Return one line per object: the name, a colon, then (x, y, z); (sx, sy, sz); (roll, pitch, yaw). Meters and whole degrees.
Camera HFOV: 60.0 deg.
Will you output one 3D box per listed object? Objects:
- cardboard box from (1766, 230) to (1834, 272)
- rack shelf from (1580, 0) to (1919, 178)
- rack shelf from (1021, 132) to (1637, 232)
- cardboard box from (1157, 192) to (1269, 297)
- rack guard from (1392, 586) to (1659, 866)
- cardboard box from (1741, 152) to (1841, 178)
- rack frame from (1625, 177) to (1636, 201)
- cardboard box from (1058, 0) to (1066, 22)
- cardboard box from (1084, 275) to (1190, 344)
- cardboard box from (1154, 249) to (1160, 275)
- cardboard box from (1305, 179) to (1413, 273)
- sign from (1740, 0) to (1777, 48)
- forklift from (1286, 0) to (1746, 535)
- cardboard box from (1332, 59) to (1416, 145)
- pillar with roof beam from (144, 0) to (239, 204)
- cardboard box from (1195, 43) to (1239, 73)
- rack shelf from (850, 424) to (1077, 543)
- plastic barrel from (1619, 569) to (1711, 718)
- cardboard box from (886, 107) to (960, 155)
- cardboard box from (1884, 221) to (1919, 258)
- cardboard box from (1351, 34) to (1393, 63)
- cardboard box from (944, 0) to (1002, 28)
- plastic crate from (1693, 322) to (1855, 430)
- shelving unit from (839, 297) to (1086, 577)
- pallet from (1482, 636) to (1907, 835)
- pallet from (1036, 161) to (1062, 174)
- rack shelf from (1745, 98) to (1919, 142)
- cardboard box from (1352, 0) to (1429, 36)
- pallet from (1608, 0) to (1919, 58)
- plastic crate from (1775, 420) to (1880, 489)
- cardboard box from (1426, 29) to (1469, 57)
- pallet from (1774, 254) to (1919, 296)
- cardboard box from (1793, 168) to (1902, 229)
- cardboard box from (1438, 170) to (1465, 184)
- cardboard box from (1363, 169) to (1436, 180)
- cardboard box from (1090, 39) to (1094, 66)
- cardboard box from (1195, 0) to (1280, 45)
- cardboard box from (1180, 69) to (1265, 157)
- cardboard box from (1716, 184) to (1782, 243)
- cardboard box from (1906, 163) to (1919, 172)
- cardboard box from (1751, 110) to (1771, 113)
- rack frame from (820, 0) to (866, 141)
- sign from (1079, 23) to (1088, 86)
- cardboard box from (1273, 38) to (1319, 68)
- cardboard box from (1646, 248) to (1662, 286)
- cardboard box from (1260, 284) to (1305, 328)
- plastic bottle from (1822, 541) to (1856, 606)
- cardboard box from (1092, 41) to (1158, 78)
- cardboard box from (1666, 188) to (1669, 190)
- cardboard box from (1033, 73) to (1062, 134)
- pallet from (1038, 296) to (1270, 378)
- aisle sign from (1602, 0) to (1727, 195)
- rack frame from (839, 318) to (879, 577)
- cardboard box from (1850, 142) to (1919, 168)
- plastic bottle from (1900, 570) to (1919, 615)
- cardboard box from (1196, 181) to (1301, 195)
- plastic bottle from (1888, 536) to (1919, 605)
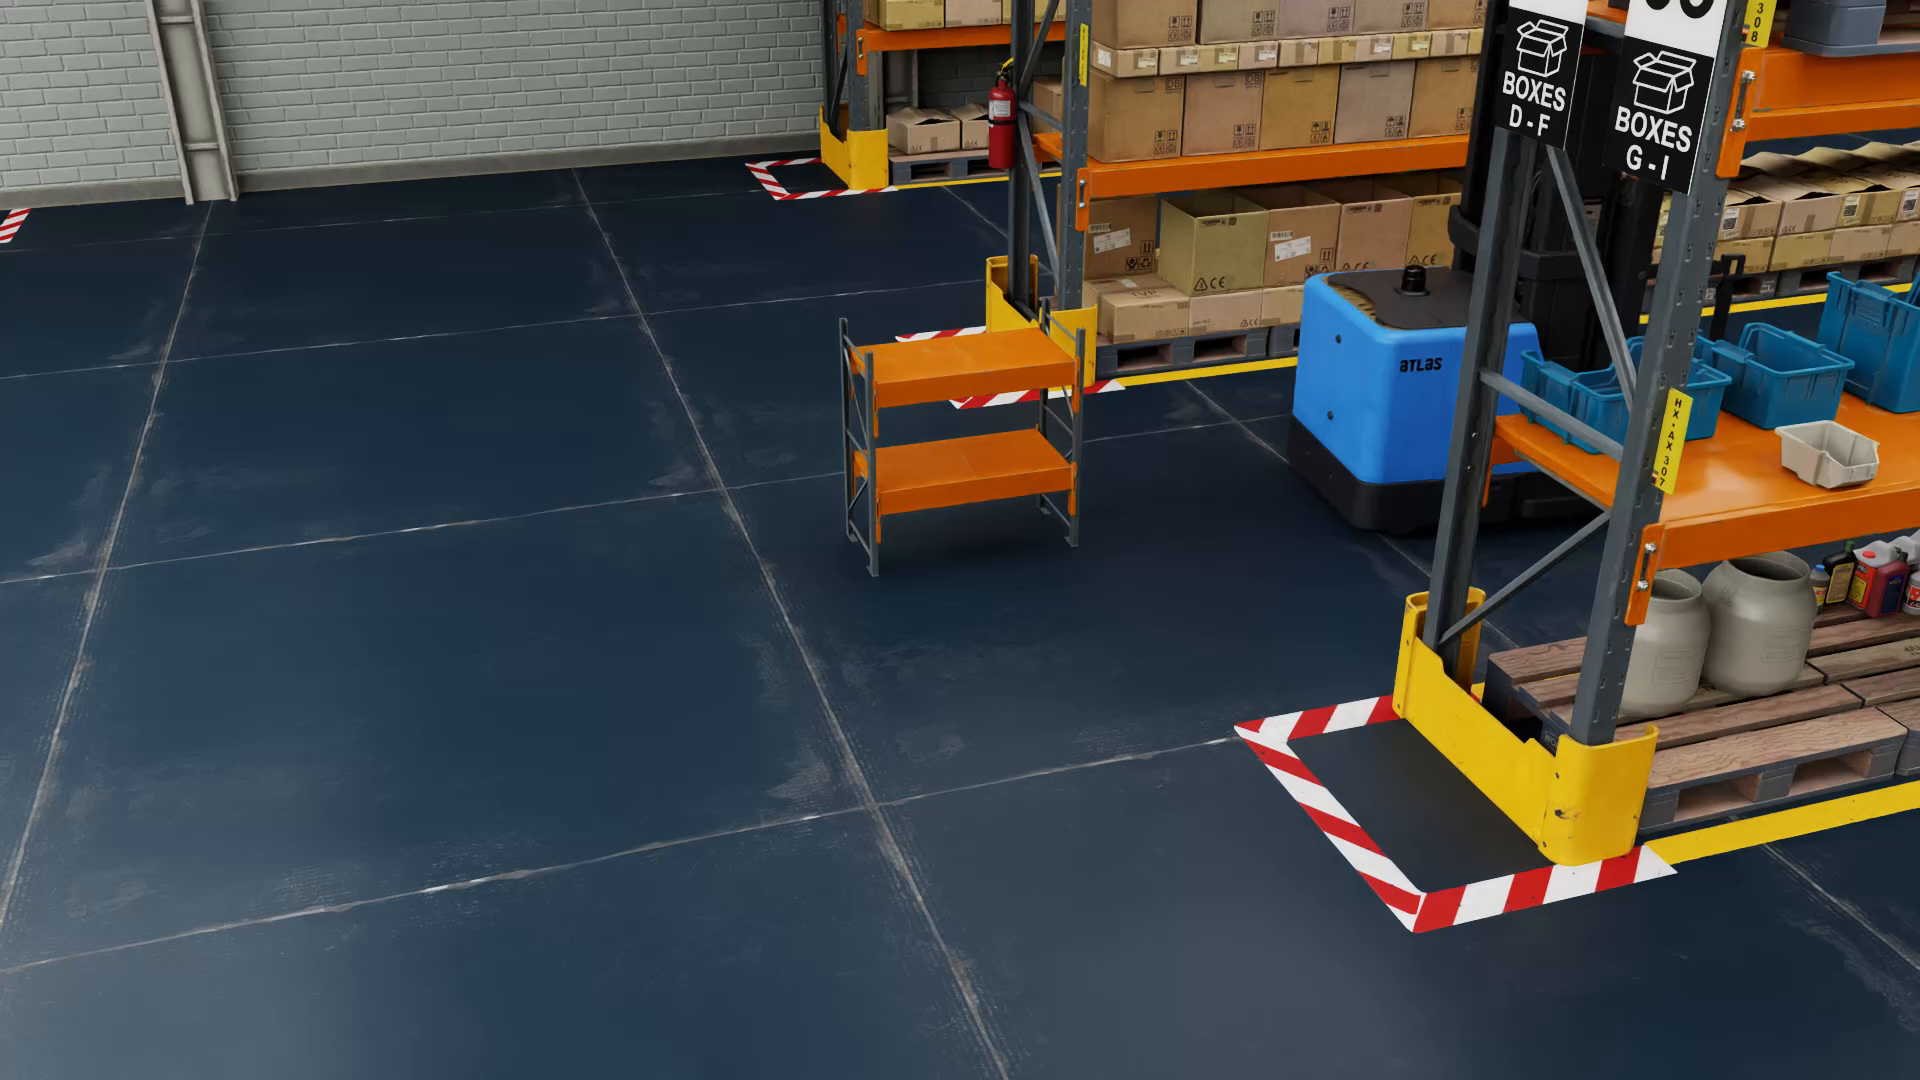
cardboard box: (5.763, -2.111, 11.749); (0.500, 0.250, 0.500); (-9, 28, -18)
rack shelf: (3.953, -1.712, 5.762); (4.000, 0.370, 1.077); (-8, 28, -16)
rack shelf: (2.423, -2.464, 10.648); (4.000, 0.370, 1.077); (-8, 28, -16)
cardboard box: (1.575, -1.852, 10.385); (0.500, 0.500, 0.500); (-8, 28, -16)
rack guard: (2.109, 0.674, 6.331); (0.348, 0.500, 1.175); (-8, 28, -16)
cardboard box: (6.068, -2.656, 12.215); (0.500, 0.311, 0.500); (-9, 28, -17)
rack frame: (4.324, -3.061, 11.043); (0.127, 3.000, 1.000); (-8, 28, -16)
cardboard box: (1.003, -4.693, 14.476); (0.500, 0.250, 0.500); (-8, 28, -16)
cardboard box: (1.100, -1.447, 10.411); (0.500, 0.250, 0.500); (-8, 28, -16)
cardboard box: (1.411, -1.740, 11.001); (0.500, 0.250, 0.500); (-8, 28, -16)
cardboard box: (2.527, -1.988, 10.658); (0.500, 0.500, 0.500); (-8, 28, -16)
sign: (2.217, -1.530, 4.575); (0.005, 0.325, 0.100); (-8, 28, -16)
forklift: (3.337, -1.649, 8.276); (3.031, 2.935, 1.130); (-5, 27, -10)
cardboard box: (2.440, -2.829, 10.462); (0.500, 0.500, 0.700); (-7, 27, -15)
pillar with roof beam: (-4.991, -5.107, 8.418); (0.400, 9.000, 9.100); (-8, 28, -16)
cardboard box: (1.448, -2.880, 9.836); (0.250, 0.149, 0.380); (-8, 28, -16)
rack shelf: (0.006, -0.286, 8.110); (1.000, 0.278, 0.538); (-8, 28, -16)
plastic barrel: (2.653, 0.388, 6.421); (0.421, 0.512, 0.421); (0, 26, 0)
cardboard box: (-0.331, -3.654, 14.767); (0.500, 0.311, 0.500); (-12, 29, -22)
cardboard box: (6.735, -2.253, 12.034); (0.500, 0.250, 0.500); (-8, 27, -15)
cardboard box: (2.422, -3.020, 10.118); (0.250, 0.149, 0.380); (-8, 27, -16)
cardboard box: (0.035, -4.557, 14.202); (0.500, 0.250, 0.500); (-9, 28, -18)
plastic crate: (3.054, -0.632, 6.316); (0.408, 0.251, 0.499); (-8, 28, -16)
shelving unit: (0.006, -0.505, 8.002); (1.048, 1.125, 0.538); (-8, 28, -16)
pallet: (2.883, 0.693, 6.616); (1.213, 0.211, 1.003); (-8, 28, -16)
pallet: (0.997, -3.629, 15.323); (1.213, 0.211, 1.003); (-8, 28, -16)
rack shelf: (6.226, -3.015, 11.758); (4.000, 0.370, 1.077); (-8, 28, -16)
cardboard box: (2.473, -3.416, 10.186); (0.500, 0.500, 0.700); (-8, 28, -16)
pallet: (2.868, -1.747, 5.235); (1.213, 0.211, 1.003); (-8, 28, -16)
plastic crate: (3.002, -0.285, 5.747); (0.250, 0.136, 0.298); (-8, 28, -16)
cardboard box: (2.924, -3.094, 10.268); (0.250, 0.149, 0.380); (-7, 27, -15)
pallet: (6.175, -2.100, 12.242); (1.213, 0.211, 1.003); (-8, 28, -16)
cardboard box: (6.256, -2.433, 11.766); (0.500, 0.311, 0.500); (-7, 27, -15)
cardboard box: (3.472, -2.134, 10.951); (0.500, 0.500, 0.500); (-8, 28, -16)
cardboard box: (2.836, -2.284, 11.255); (0.500, 0.500, 0.500); (-8, 28, -16)
cardboard box: (0.825, -2.979, 10.035); (0.250, 0.149, 0.380); (-9, 28, -17)
cardboard box: (1.517, -3.277, 9.907); (0.500, 0.500, 0.700); (-9, 28, -17)
cardboard box: (1.467, -2.689, 10.180); (0.500, 0.500, 0.700); (-8, 27, -15)
cardboard box: (5.272, -2.287, 11.473); (0.500, 0.311, 0.500); (-9, 28, -17)
cardboard box: (7.214, -2.569, 12.041); (0.500, 0.311, 0.500); (-9, 28, -17)
cardboard box: (5.230, -2.984, 11.171); (0.250, 0.149, 0.380); (-8, 28, -16)
rack frame: (-1.017, -4.604, 14.151); (0.127, 3.000, 1.000); (-8, 28, -16)
sign: (0.687, -2.698, 9.249); (0.005, 0.325, 0.100); (-8, 28, -16)
cardboard box: (1.942, -2.952, 9.980); (0.250, 0.149, 0.380); (-9, 28, -18)
cardboard box: (4.784, -1.969, 11.462); (0.500, 0.250, 0.500); (-9, 28, -17)
cardboard box: (2.050, -1.586, 10.691); (0.500, 0.250, 0.500); (-8, 28, -16)
plastic bottle: (3.767, 0.142, 7.151); (0.133, 0.283, 0.061); (-8, 27, -15)
cardboard box: (0.961, -2.809, 9.693); (0.250, 0.149, 0.380); (-8, 28, -16)
cardboard box: (5.113, -2.520, 11.943); (0.500, 0.311, 0.500); (-7, 27, -15)
cardboard box: (0.924, -3.898, 15.044); (0.500, 0.500, 0.700); (-10, 28, -19)
pallet: (1.235, -1.385, 10.801); (1.213, 0.211, 1.003); (-8, 28, -16)
aisle sign: (2.074, -1.446, 4.866); (0.004, 0.787, 0.394); (-8, 28, -16)
rack frame: (-0.477, -0.435, 7.861); (0.032, 1.125, 0.500); (-8, 28, -16)
cardboard box: (7.042, -2.796, 12.498); (0.500, 0.311, 0.500); (-9, 28, -17)
plastic bottle: (4.098, 0.210, 7.105); (0.097, 0.201, 0.097); (0, 26, 0)
cardboard box: (1.885, -2.146, 10.977); (0.500, 0.500, 0.500); (-8, 28, -16)
plastic bottle: (4.042, 0.127, 7.190); (0.135, 0.276, 0.152); (-9, 28, -18)
